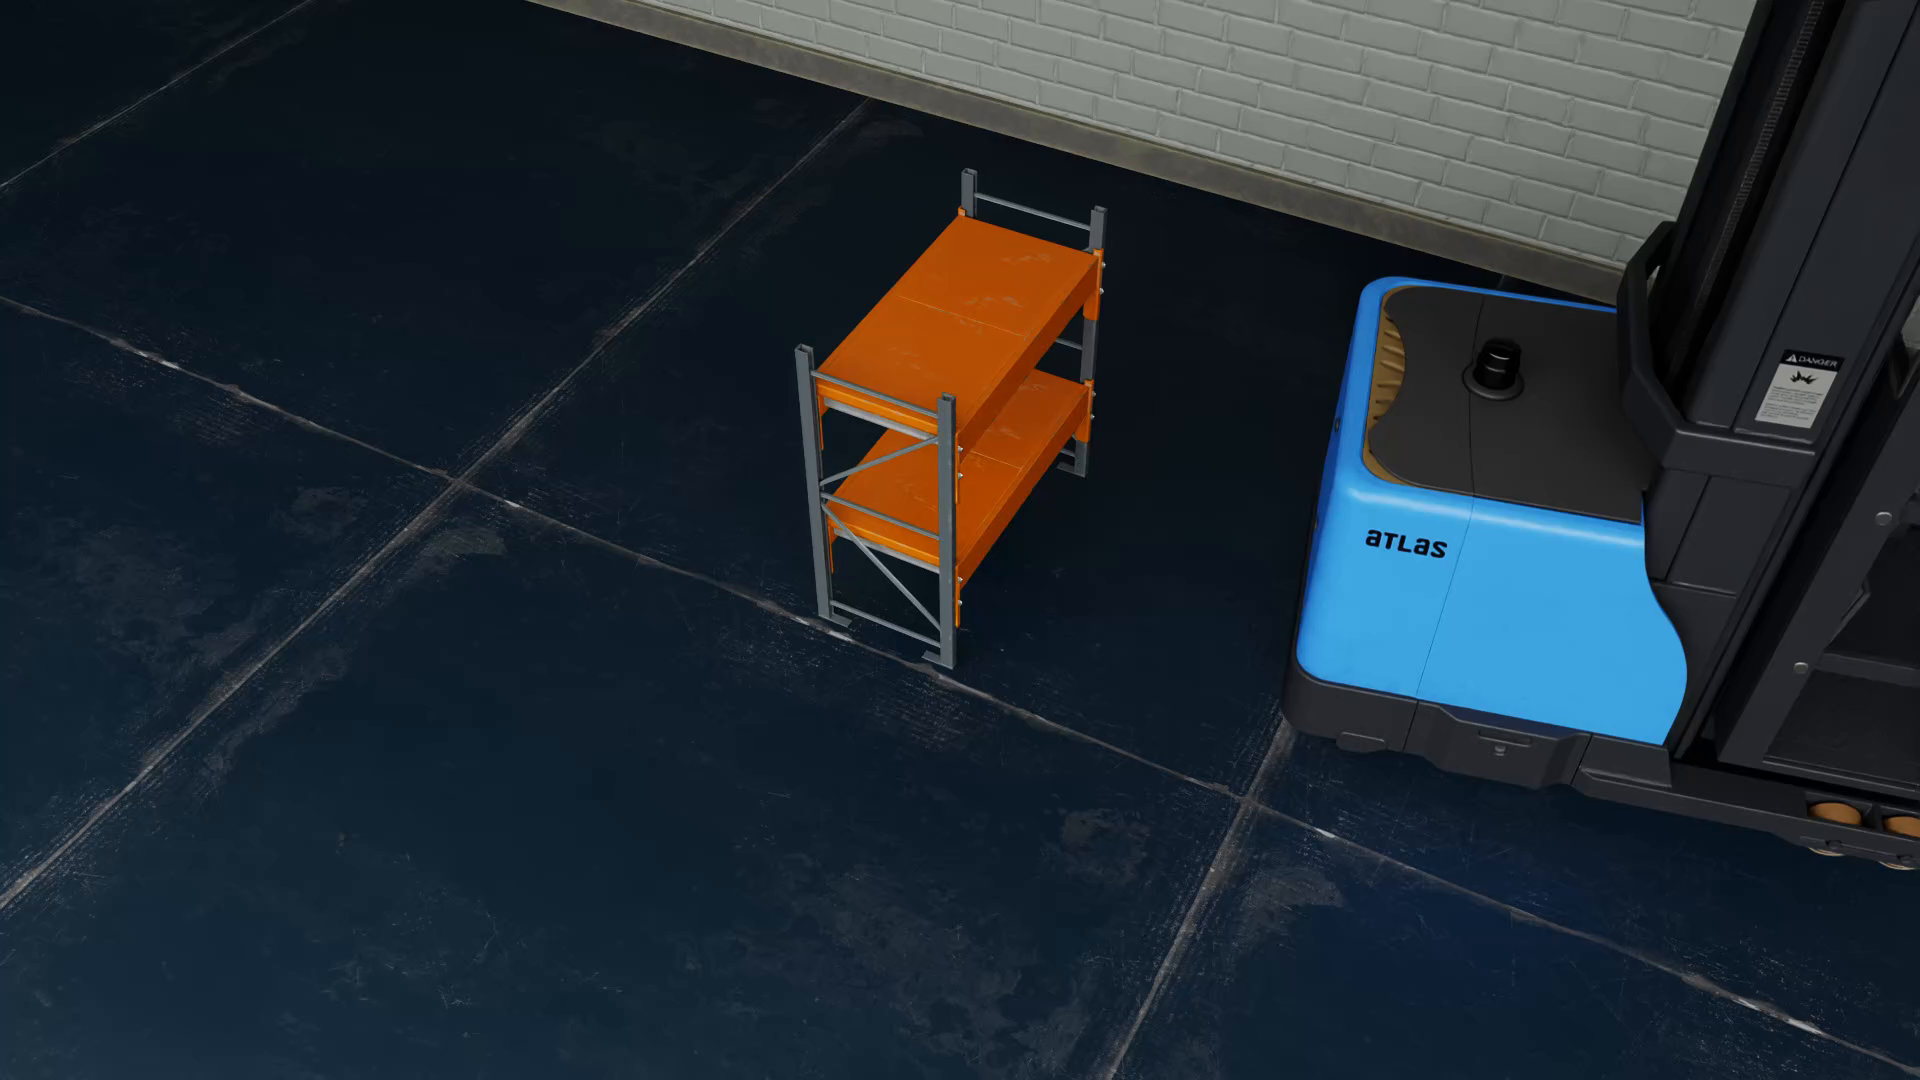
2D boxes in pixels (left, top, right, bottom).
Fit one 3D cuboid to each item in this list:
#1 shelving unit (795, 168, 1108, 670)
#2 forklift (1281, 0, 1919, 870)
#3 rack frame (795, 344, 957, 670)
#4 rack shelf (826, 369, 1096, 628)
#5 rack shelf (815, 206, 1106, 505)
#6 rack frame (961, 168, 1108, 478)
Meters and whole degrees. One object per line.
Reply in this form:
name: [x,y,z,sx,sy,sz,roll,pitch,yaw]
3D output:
shelving unit: [-0.003,-0.391,5.346,0.538,1.125,1.048,20,49,19]
forklift: [2.565,-0.498,4.182,3.031,2.935,1.130,10,46,10]
rack frame: [-0.239,-0.071,5.029,0.500,1.125,0.032,20,49,19]
rack shelf: [-0.003,-0.219,5.520,0.538,0.278,1.000,20,49,19]
rack shelf: [-0.003,-0.597,5.138,0.538,0.278,1.000,20,49,19]
rack frame: [0.233,-0.711,5.662,0.500,1.125,0.032,20,49,19]
